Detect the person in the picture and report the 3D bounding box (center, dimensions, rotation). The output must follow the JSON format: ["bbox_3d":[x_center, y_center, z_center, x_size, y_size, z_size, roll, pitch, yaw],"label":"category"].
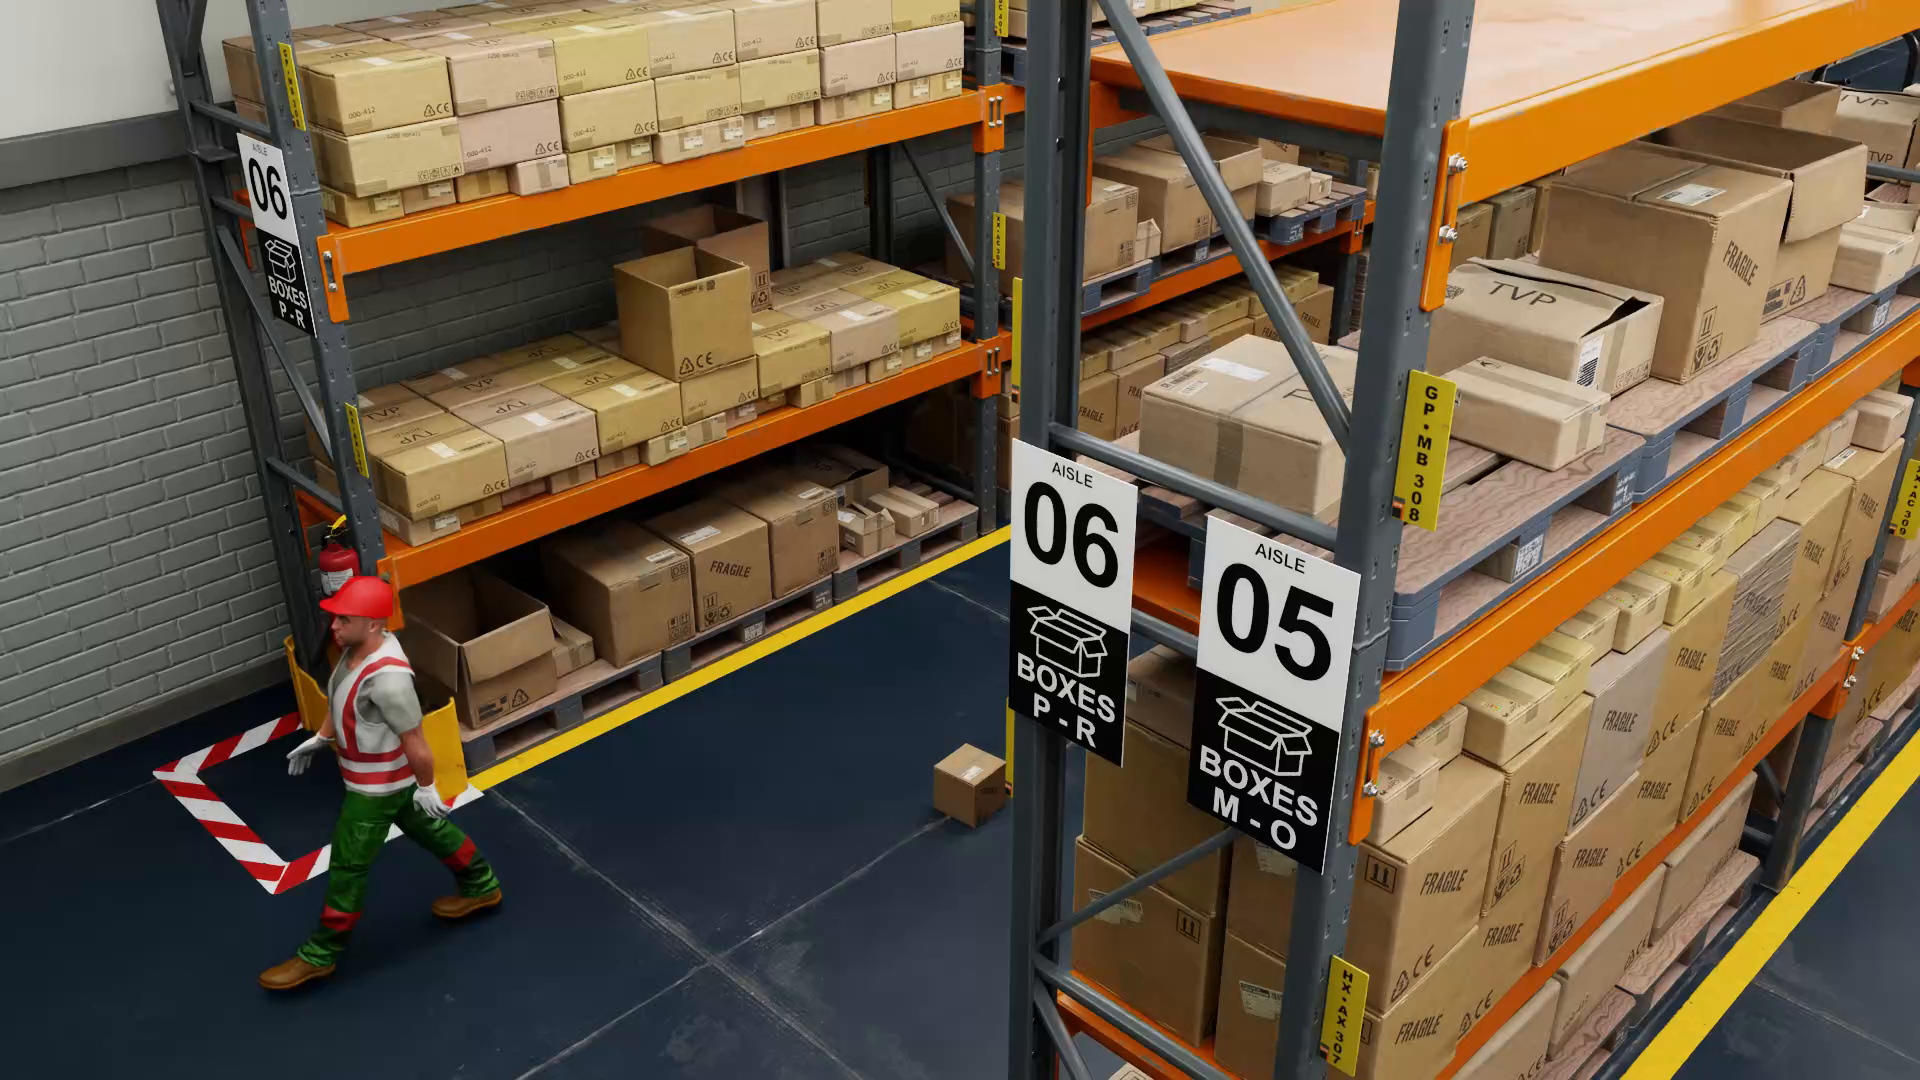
[{"bbox_3d":[-2.476,0.943,6.752,1.021,1.722,0.530,-12,30,-21],"label":"person"}]
